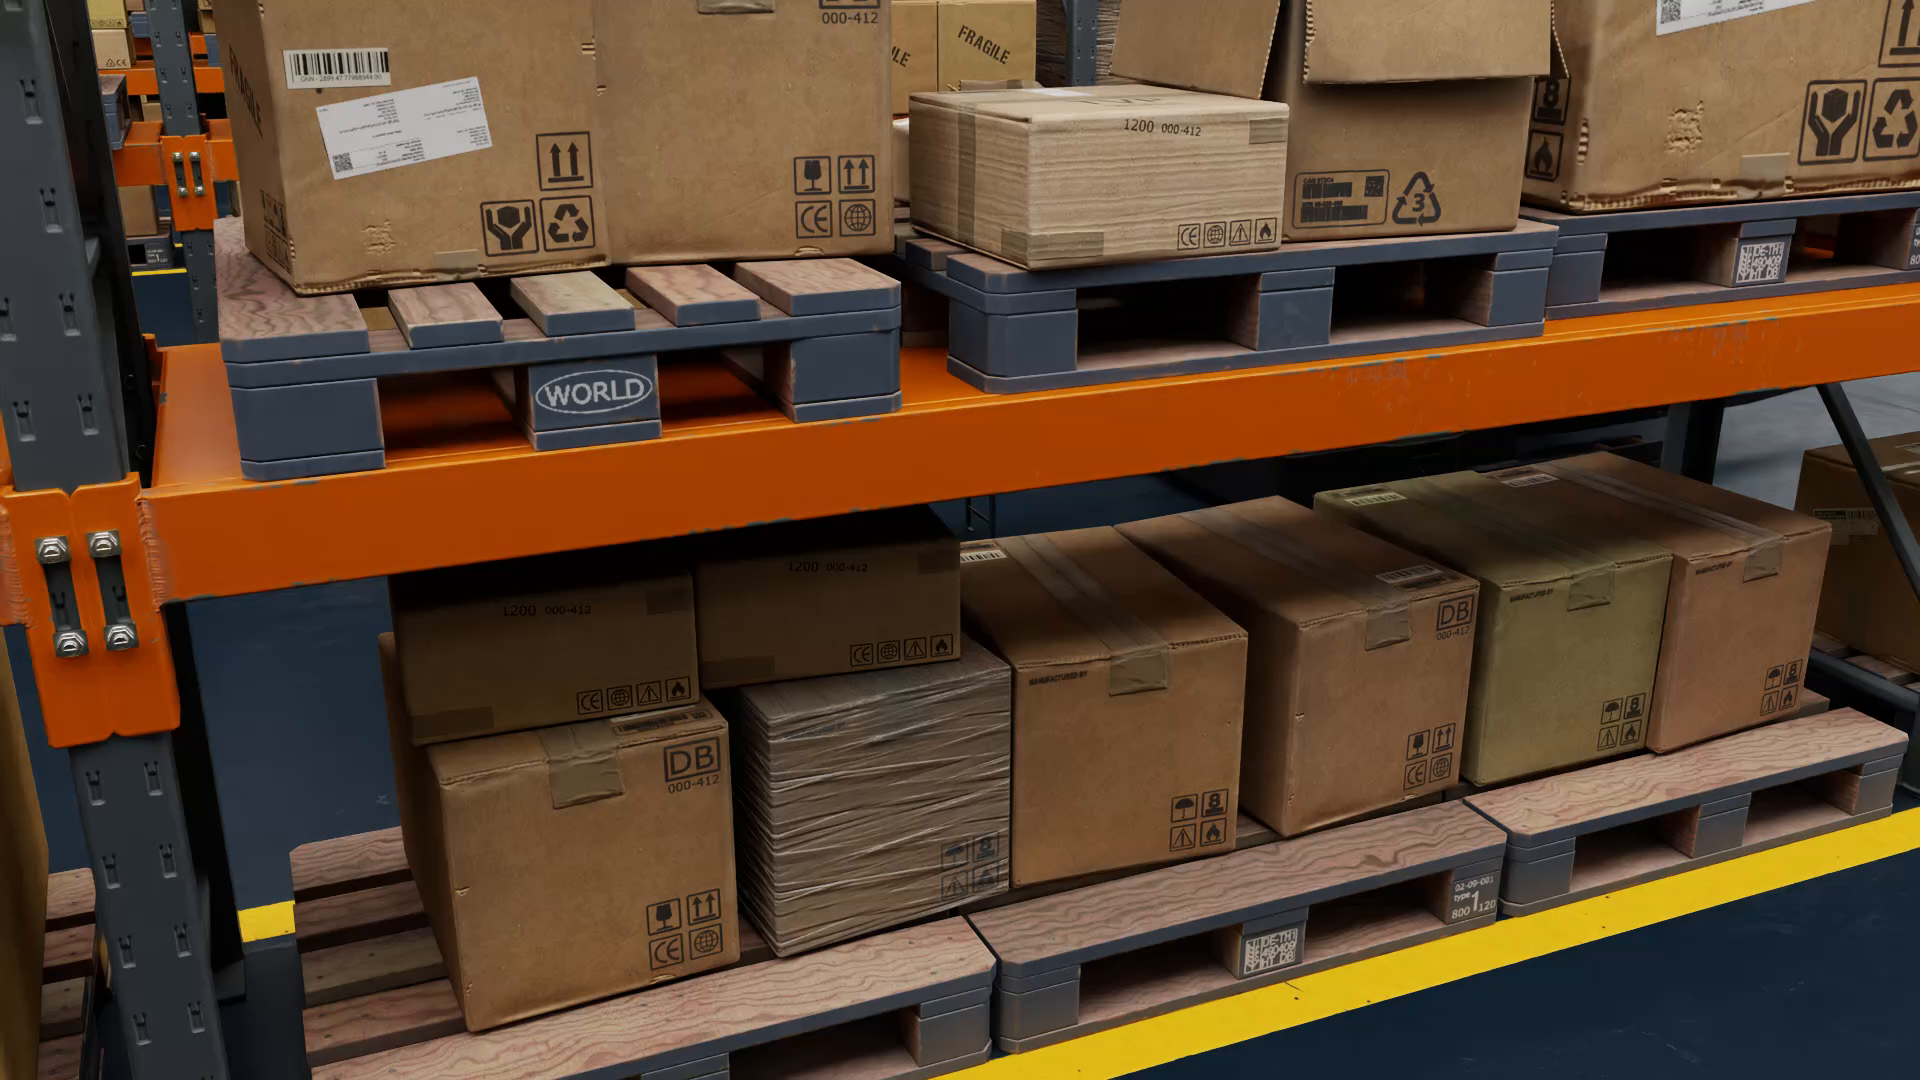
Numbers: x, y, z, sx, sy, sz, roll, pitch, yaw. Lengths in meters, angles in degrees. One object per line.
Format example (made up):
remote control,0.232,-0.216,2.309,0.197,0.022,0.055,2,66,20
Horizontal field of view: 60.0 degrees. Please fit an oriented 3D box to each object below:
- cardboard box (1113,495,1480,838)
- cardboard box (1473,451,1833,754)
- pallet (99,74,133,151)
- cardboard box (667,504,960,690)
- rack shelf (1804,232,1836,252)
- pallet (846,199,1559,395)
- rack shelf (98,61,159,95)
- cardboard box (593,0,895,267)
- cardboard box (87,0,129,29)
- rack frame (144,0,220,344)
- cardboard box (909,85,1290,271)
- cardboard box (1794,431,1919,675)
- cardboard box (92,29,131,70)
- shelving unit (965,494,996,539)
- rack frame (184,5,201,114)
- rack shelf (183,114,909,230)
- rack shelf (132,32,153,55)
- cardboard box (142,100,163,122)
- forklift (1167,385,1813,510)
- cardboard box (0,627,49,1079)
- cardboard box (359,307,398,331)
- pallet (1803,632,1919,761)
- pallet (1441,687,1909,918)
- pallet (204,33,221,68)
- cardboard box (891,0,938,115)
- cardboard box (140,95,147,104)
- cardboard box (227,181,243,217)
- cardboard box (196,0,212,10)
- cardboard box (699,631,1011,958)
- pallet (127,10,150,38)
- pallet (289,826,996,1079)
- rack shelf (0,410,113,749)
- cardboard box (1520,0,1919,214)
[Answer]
cardboard box,0.746,0.262,3.864,0.500,0.500,0.700,-10,22,-27
cardboard box,1.705,0.131,4.235,0.500,0.500,0.700,-10,22,-26
pallet,-3.879,-1.698,6.616,1.003,0.211,1.213,-8,21,-22
cardboard box,-0.309,0.059,3.310,0.500,0.250,0.500,-6,20,-16
rack shelf,4.114,-0.839,4.970,4.000,0.370,1.077,-8,21,-22
pallet,0.406,-0.571,3.416,1.213,0.211,1.003,-8,21,-22
rack shelf,-7.157,-2.808,10.564,4.000,0.370,1.077,-8,21,-22
cardboard box,-0.443,-0.821,3.054,0.500,0.500,0.700,-5,20,-14
cardboard box,-5.665,-3.435,10.733,0.500,0.250,0.500,-8,21,-22
rack frame,-3.267,-1.914,6.943,0.127,3.000,1.000,-8,21,-22
cardboard box,0.235,-0.666,2.991,0.500,0.250,0.500,-9,21,-23
cardboard box,2.660,0.026,4.564,0.500,0.500,0.500,-9,21,-24
cardboard box,-5.682,-3.194,10.803,0.500,0.250,0.500,-9,21,-24
shelving unit,-0.152,-0.544,5.761,0.503,1.200,0.258,-8,21,-22
rack frame,-7.290,-4.924,15.490,0.127,3.000,1.000,-8,21,-22
rack shelf,-1.431,-1.838,7.809,4.000,0.370,1.077,-8,21,-22
rack shelf,-9.127,-4.321,14.862,4.000,0.370,1.077,-8,21,-22
cardboard box,-7.594,-3.822,15.491,0.500,0.500,0.500,-8,21,-20
forklift,2.265,-1.747,6.570,3.031,2.935,1.130,-9,21,-24
cardboard box,-2.037,0.500,2.653,0.875,0.875,1.225,-9,21,-24
cardboard box,-2.673,-1.104,7.396,0.750,0.750,1.050,-8,21,-23
pallet,2.880,0.301,4.848,1.213,0.211,1.003,-8,21,-22
pallet,1.563,0.503,4.275,1.213,0.211,1.003,-8,21,-22
pallet,-4.709,-3.446,11.582,1.003,0.211,1.213,-8,21,-22
cardboard box,-0.432,-2.271,7.805,0.500,0.500,0.500,-8,21,-23
cardboard box,-7.644,-4.107,15.323,0.250,0.149,0.380,-9,21,-25
cardboard box,-4.798,-2.441,11.761,0.625,0.372,0.950,-10,22,-26
cardboard box,-4.816,-3.785,11.024,0.500,0.500,0.500,-9,21,-23
cardboard box,-0.284,0.412,3.437,0.500,0.500,0.700,-10,22,-26
pallet,-7.885,-4.723,15.208,1.003,0.211,1.213,-8,21,-22
pallet,-0.677,0.824,3.363,1.213,0.211,1.003,-8,21,-22
rack shelf,-3.232,0.214,1.981,4.000,0.370,1.077,-8,21,-22
cardboard box,1.492,-1.334,3.759,1.000,1.000,1.000,-8,21,-22
